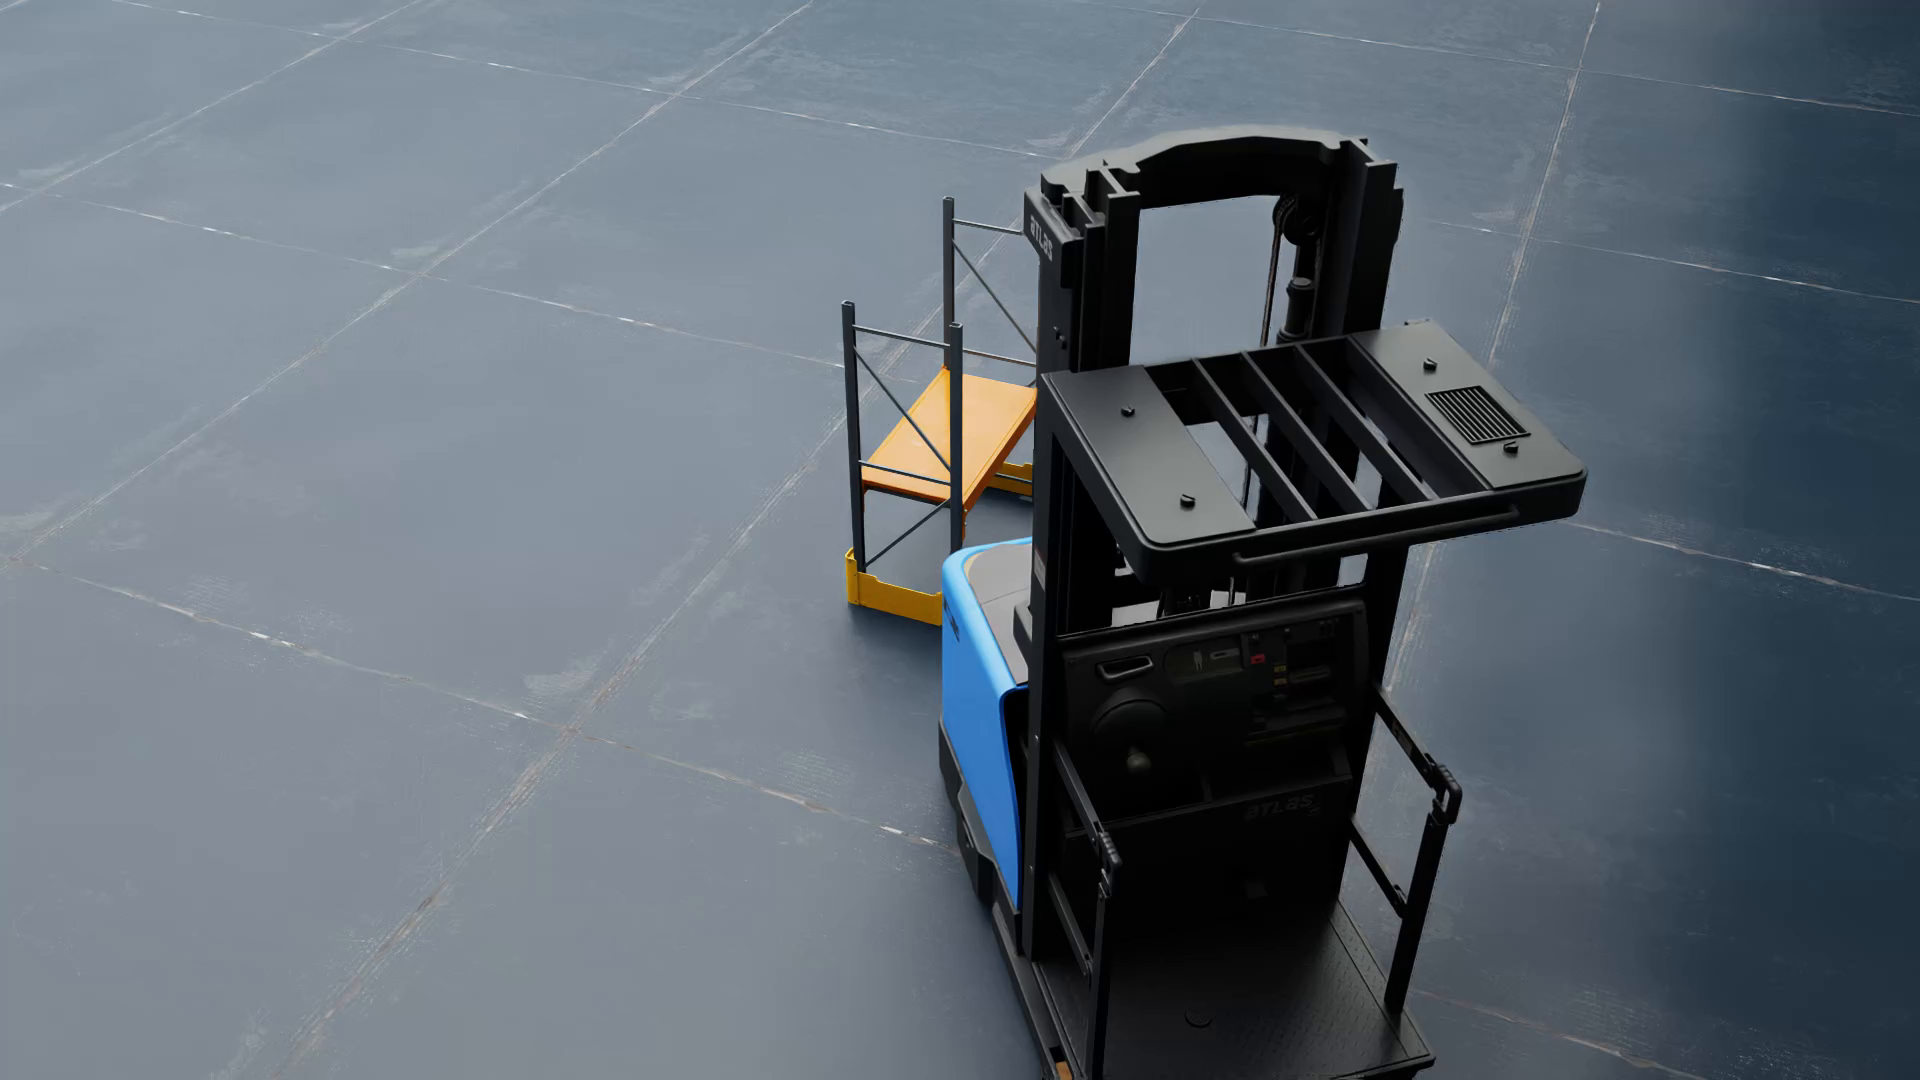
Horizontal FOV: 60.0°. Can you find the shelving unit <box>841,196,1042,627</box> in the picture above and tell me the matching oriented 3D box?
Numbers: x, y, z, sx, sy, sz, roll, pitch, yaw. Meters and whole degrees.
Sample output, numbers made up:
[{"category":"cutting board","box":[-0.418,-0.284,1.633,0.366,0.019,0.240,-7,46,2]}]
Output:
[{"category":"shelving unit","box":[-0.029,-0.559,7.245,0.587,1.500,1.083,14,39,18]}]

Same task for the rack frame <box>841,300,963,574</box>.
[{"category":"rack frame","box":[-0.226,-0.272,6.861,0.500,1.500,0.032,14,39,18]}]

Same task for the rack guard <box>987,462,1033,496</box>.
[{"category":"rack guard","box":[0.160,-0.334,7.988,0.587,0.250,0.087,14,39,18]}]

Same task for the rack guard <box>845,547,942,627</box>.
[{"category":"rack guard","box":[-0.218,0.218,7.250,0.587,0.250,0.087,14,39,18]}]

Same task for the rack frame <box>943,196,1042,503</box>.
[{"category":"rack frame","box":[0.161,-0.835,7.614,0.500,1.500,0.032,14,39,18]}]

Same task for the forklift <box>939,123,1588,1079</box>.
[{"category":"forklift","box":[0.804,0.498,4.636,1.130,2.935,3.031,-9,38,-12]}]

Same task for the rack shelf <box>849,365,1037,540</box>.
[{"category":"rack shelf","box":[-0.032,-0.409,7.345,0.538,0.185,1.000,14,39,18]}]
